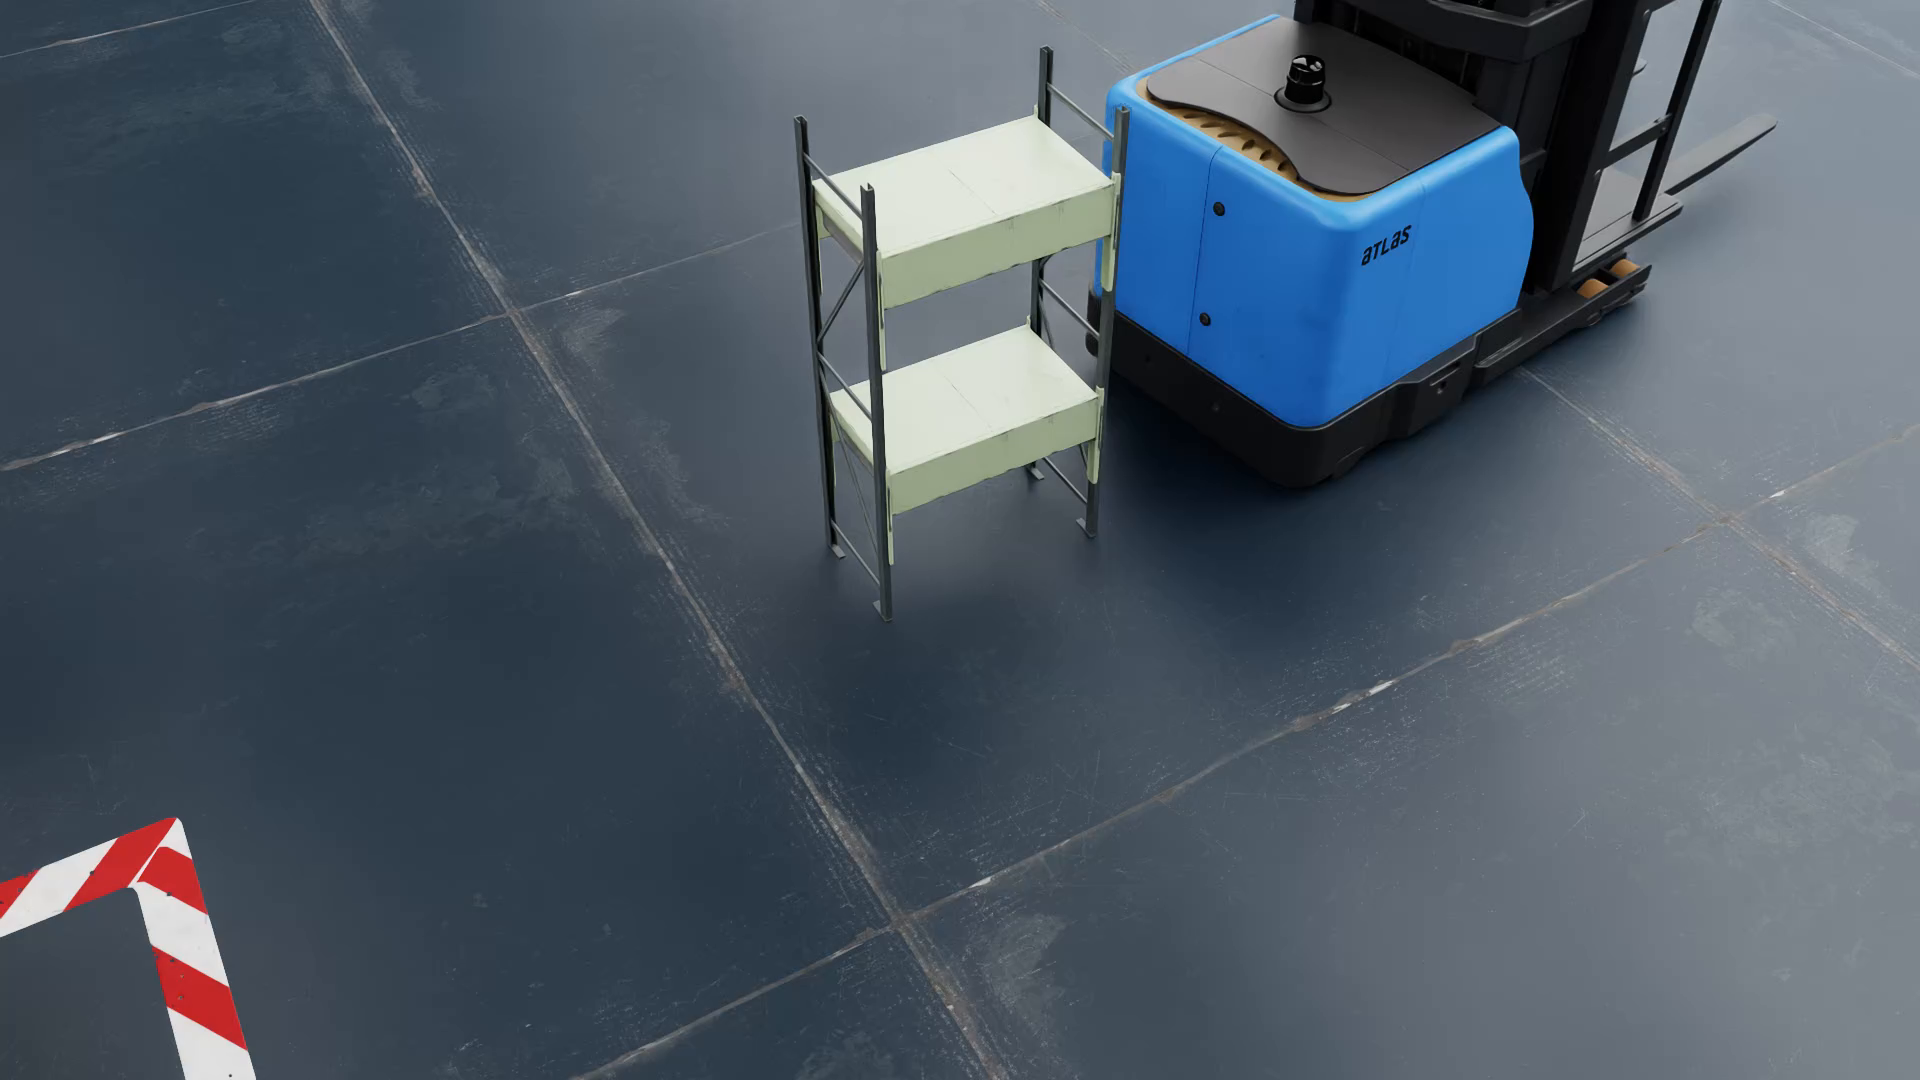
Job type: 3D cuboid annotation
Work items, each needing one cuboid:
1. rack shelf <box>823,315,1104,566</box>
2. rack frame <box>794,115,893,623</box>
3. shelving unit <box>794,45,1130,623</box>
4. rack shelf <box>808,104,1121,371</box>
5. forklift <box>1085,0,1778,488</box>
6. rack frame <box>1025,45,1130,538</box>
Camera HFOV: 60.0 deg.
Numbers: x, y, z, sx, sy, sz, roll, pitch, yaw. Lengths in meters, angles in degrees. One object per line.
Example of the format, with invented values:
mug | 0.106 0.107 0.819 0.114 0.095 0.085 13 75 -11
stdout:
rack shelf | 0.006 -0.307 4.957 0.720 0.370 0.431 -22 48 -21
rack frame | -0.312 -0.414 4.599 0.023 1.500 0.400 -22 48 -21
shelving unit | 0.006 -0.541 4.730 0.755 1.500 0.431 -22 48 -21
rack shelf | 0.006 -0.821 4.458 0.720 0.370 0.431 -22 48 -21
forklift | 1.901 -2.088 5.297 3.031 2.935 1.130 -30 51 -27
rack frame | 0.323 -0.668 4.861 0.023 1.500 0.400 -22 48 -21
